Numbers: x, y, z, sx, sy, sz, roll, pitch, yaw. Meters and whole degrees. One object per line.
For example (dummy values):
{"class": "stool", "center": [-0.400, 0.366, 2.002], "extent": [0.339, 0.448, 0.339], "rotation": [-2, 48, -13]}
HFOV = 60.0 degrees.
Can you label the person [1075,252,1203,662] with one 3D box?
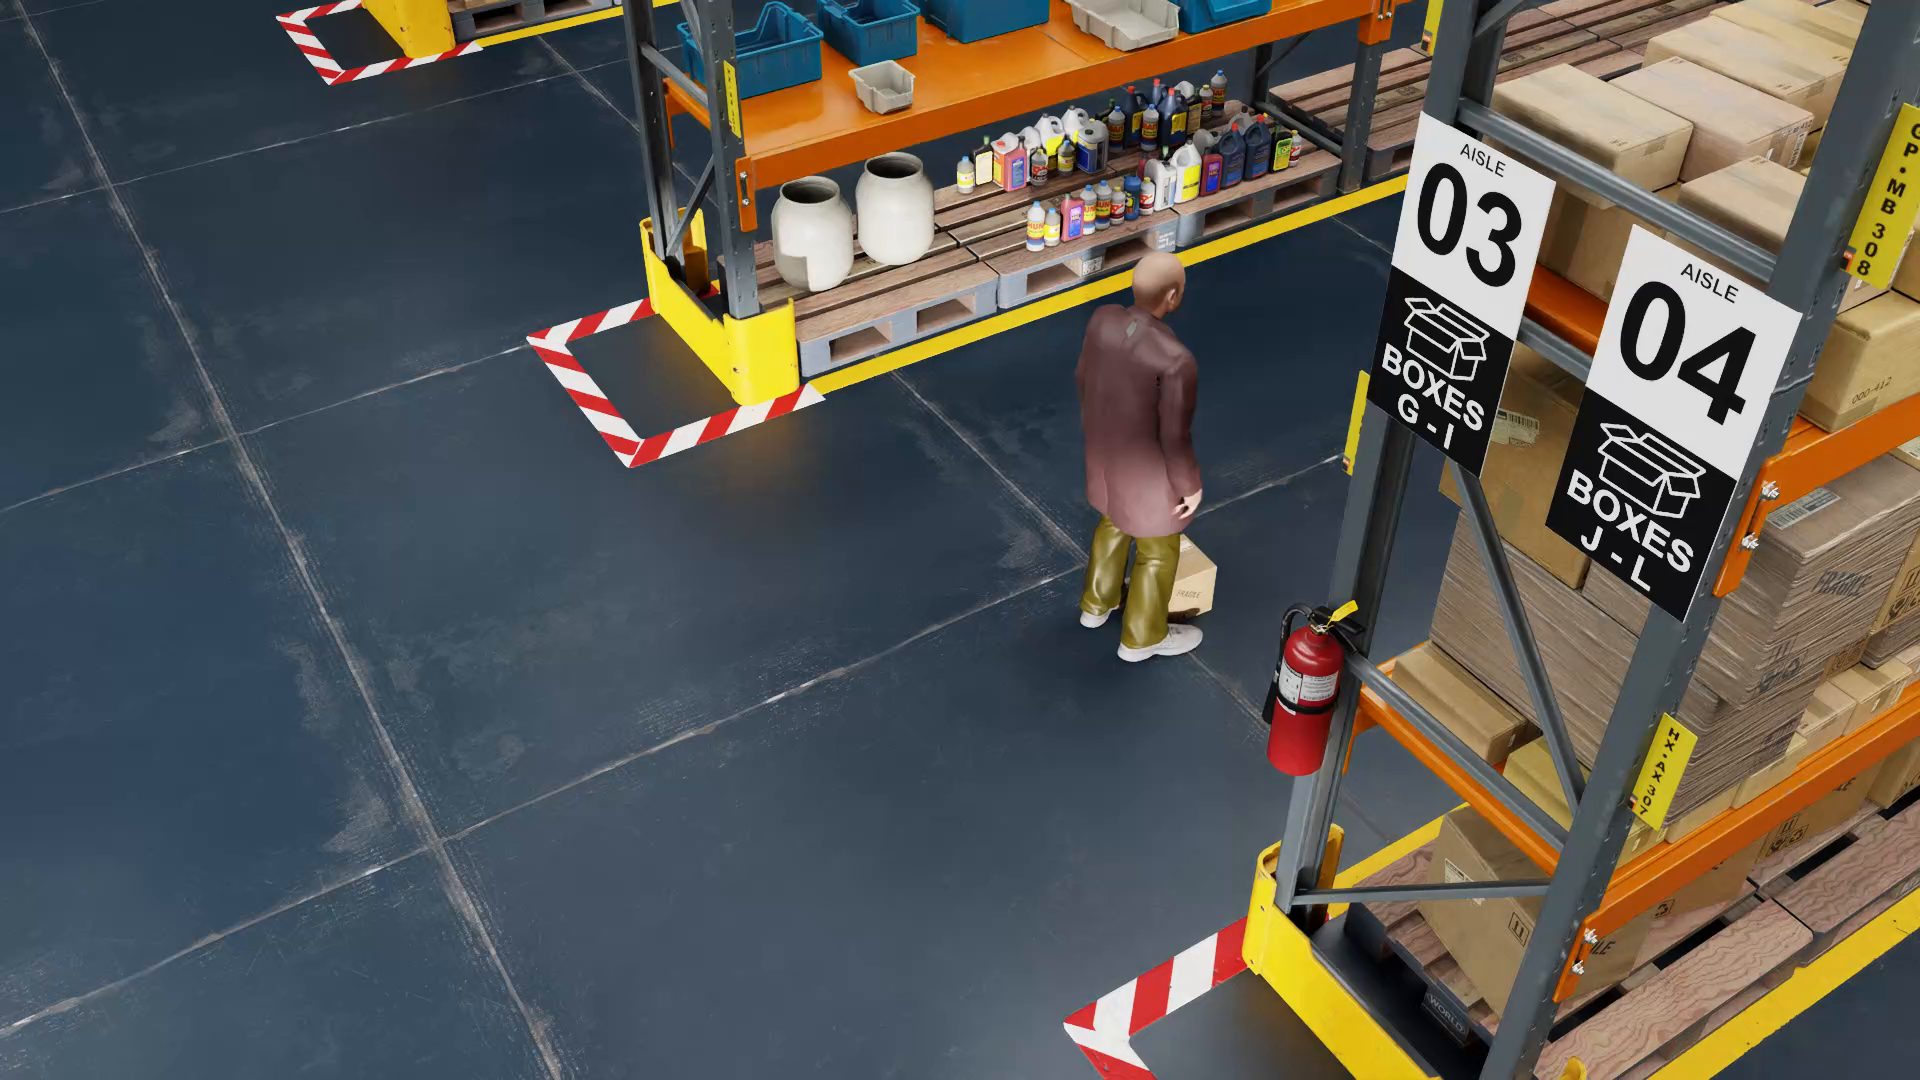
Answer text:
{"class": "person", "center": [0.701, -0.326, 6.554], "extent": [0.422, 1.774, 0.654], "rotation": [-25, 46, -26]}
